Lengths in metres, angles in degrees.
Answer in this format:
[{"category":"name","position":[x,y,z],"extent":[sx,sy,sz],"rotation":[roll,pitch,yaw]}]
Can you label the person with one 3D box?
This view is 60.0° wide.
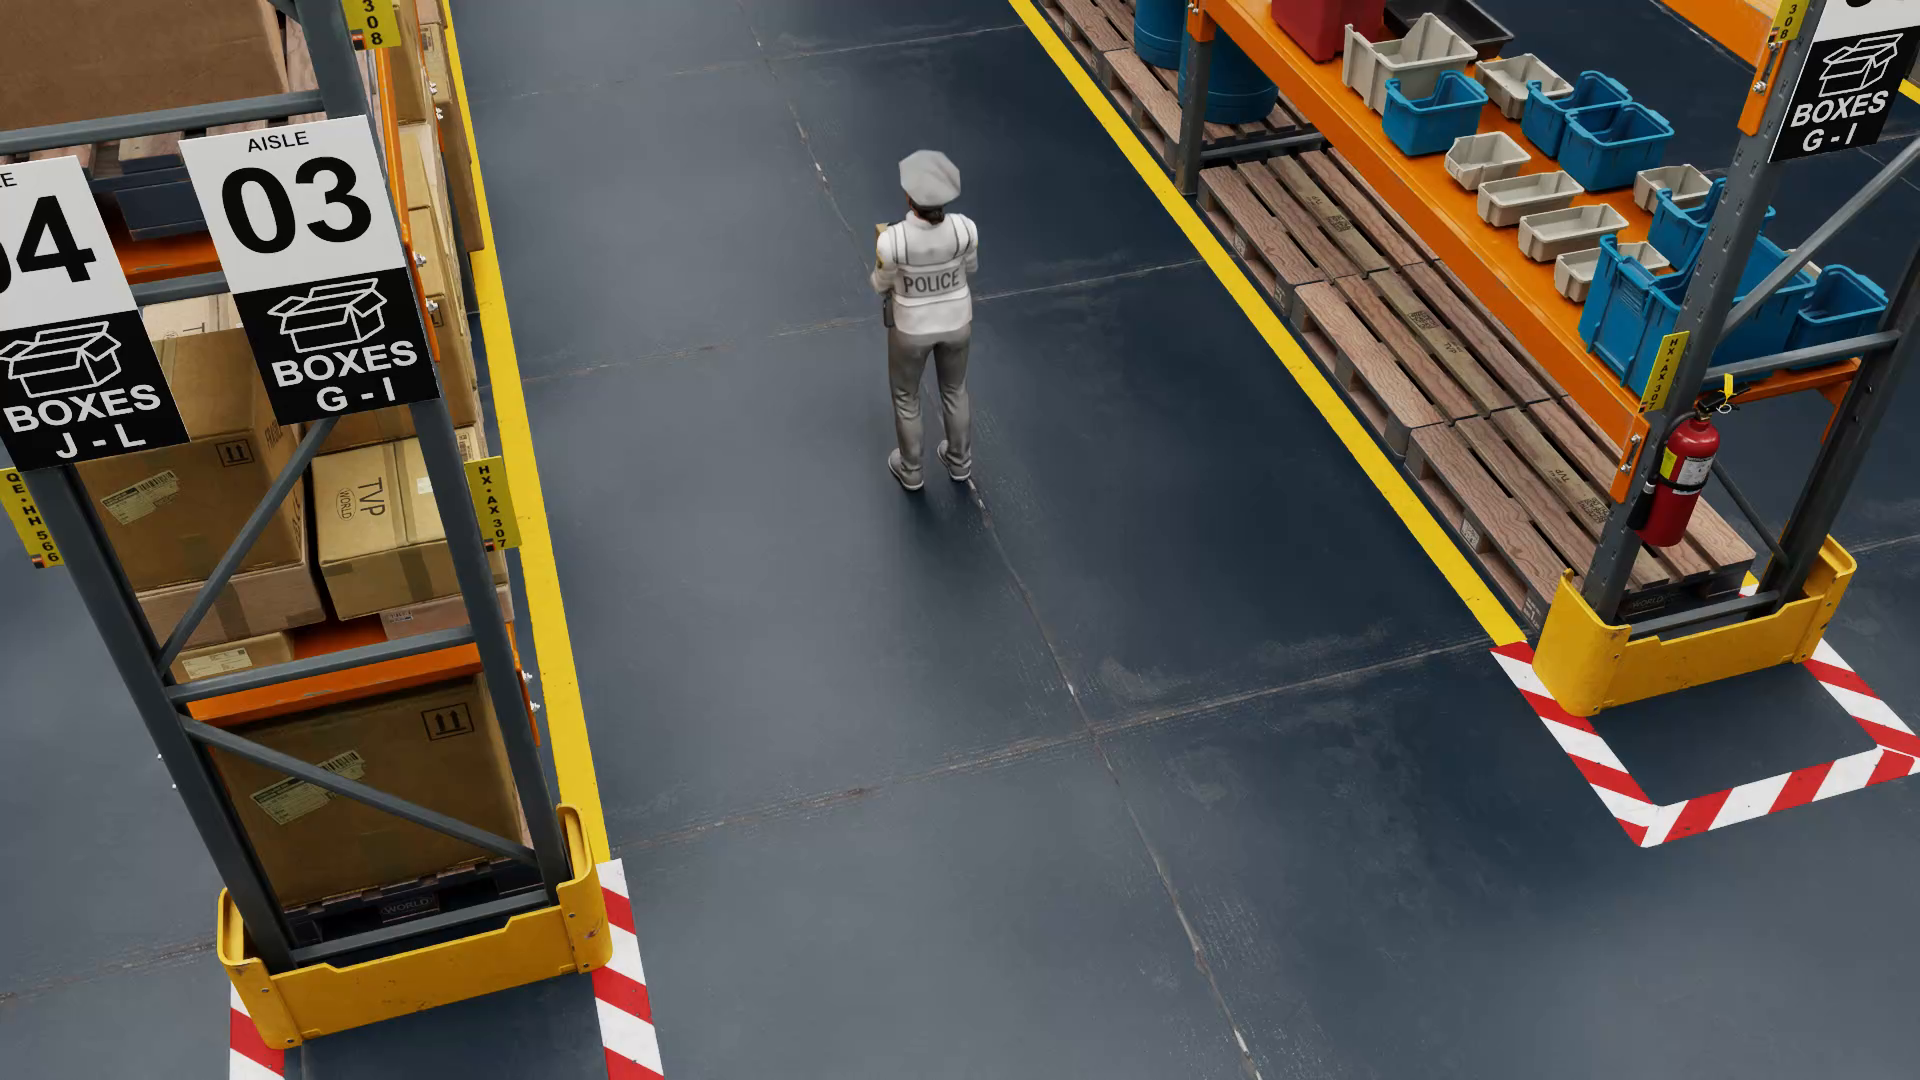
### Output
[{"category":"person","position":[-0.156,-0.973,7.204],"extent":[0.460,1.686,0.564],"rotation":[-12,44,-13]}]
